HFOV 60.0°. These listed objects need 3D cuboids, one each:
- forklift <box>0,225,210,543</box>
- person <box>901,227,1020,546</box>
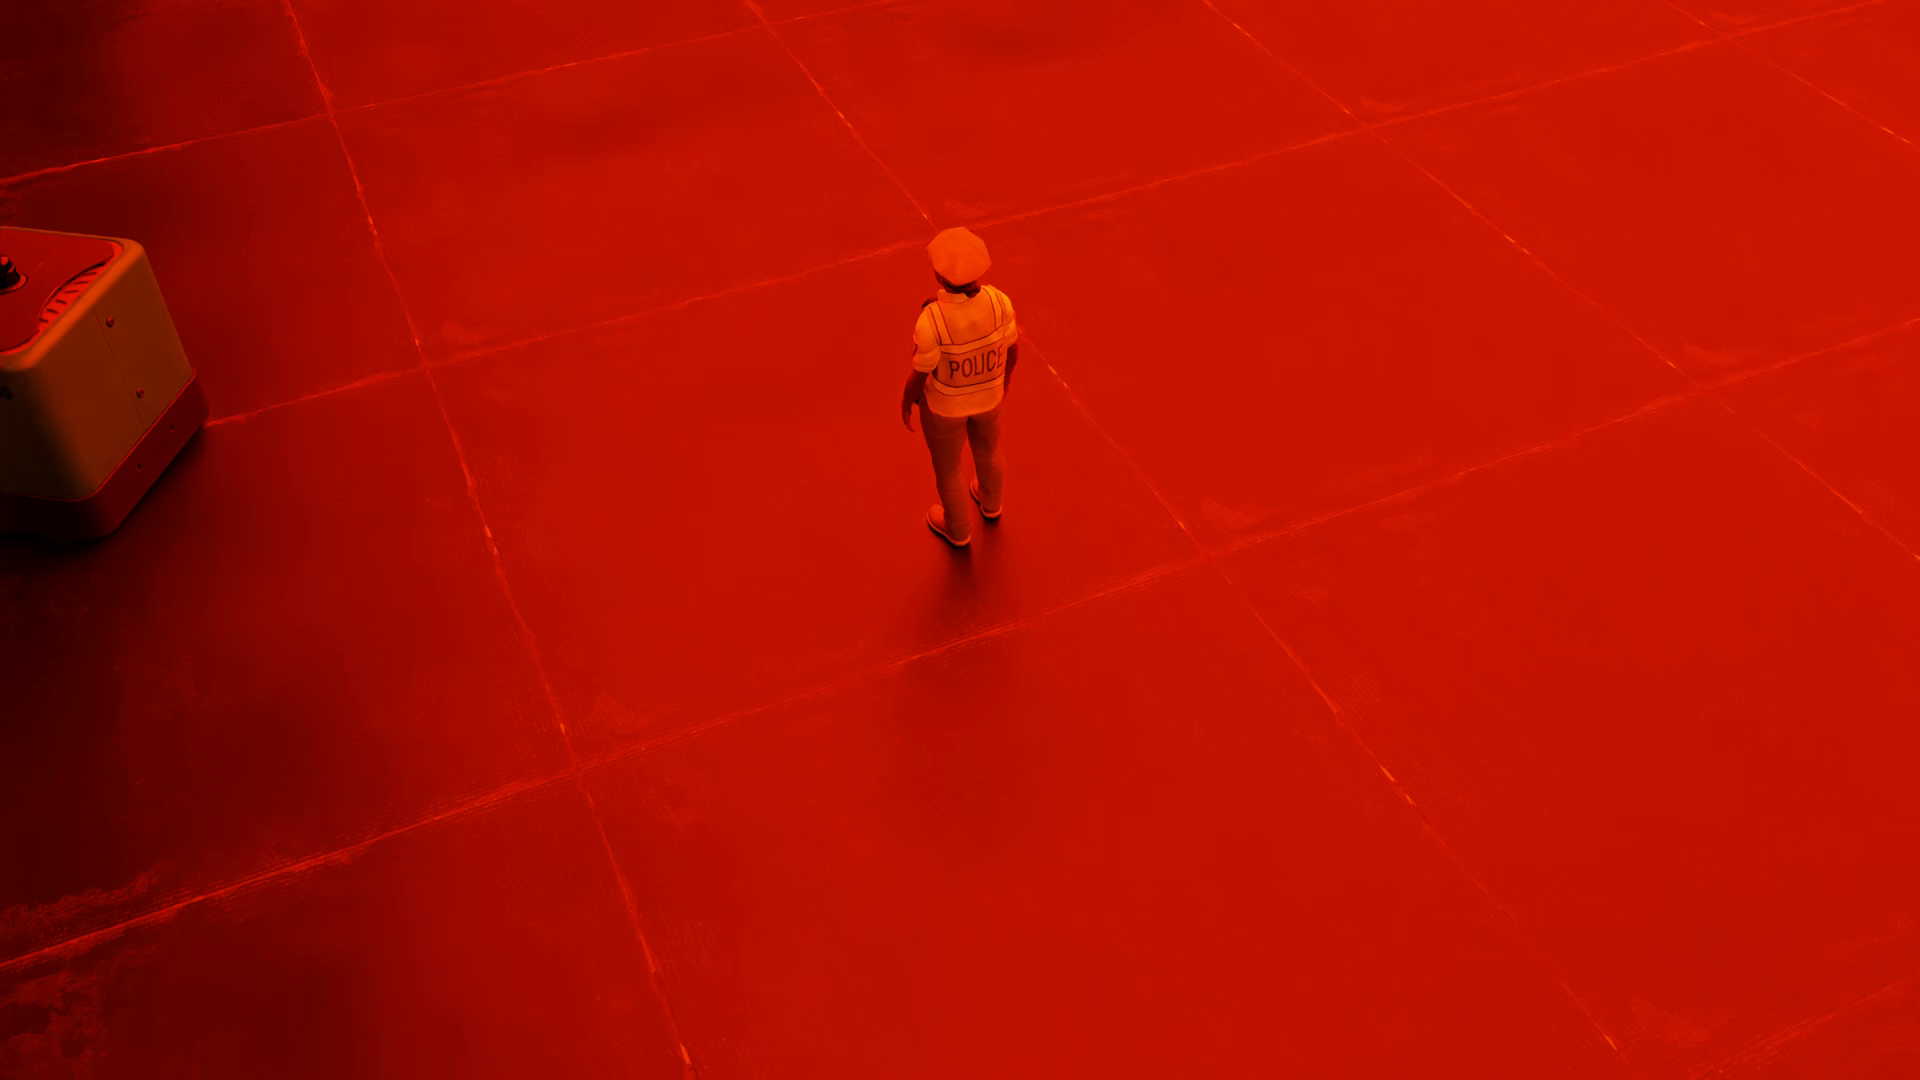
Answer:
[{"bbox_3d":[-5.360,-1.543,7.333,3.031,2.935,1.130,7,43,7],"label":"forklift"},{"bbox_3d":[-0.013,-0.677,7.301,0.569,1.695,0.530,-18,46,-18],"label":"person"}]
